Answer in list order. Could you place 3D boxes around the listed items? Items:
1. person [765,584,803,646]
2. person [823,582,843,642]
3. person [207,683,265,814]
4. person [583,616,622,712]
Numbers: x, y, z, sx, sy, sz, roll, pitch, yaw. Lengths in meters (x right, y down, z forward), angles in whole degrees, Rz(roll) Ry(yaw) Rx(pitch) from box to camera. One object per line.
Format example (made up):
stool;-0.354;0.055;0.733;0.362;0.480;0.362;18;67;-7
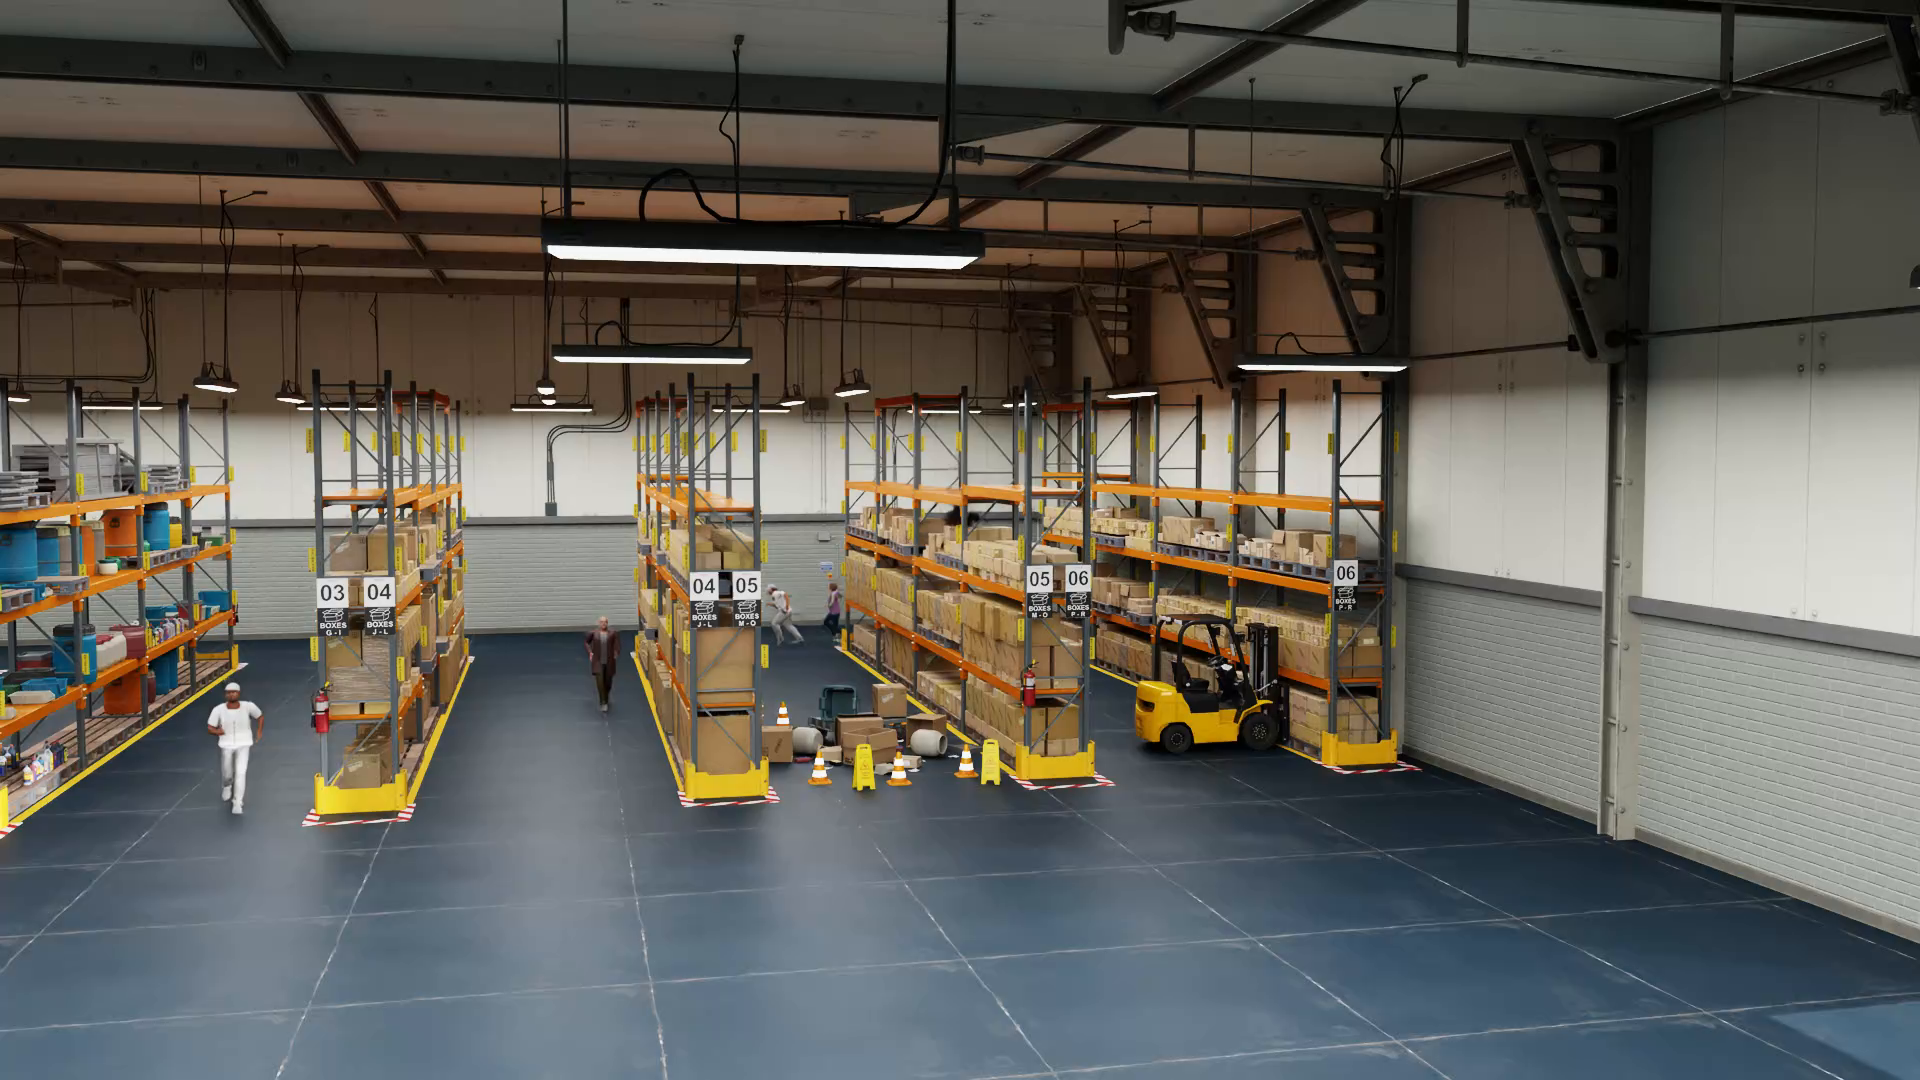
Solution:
person;-4.354;1.872;41.214;0.972;1.594;0.642;-1;3;-14
person;-3.127;1.809;41.625;0.625;1.532;0.567;0;3;-8
person;-9.899;2.820;22.710;0.715;1.713;0.992;-1;3;-19
person;-6.736;2.324;31.387;0.711;1.771;0.843;-1;3;-15
